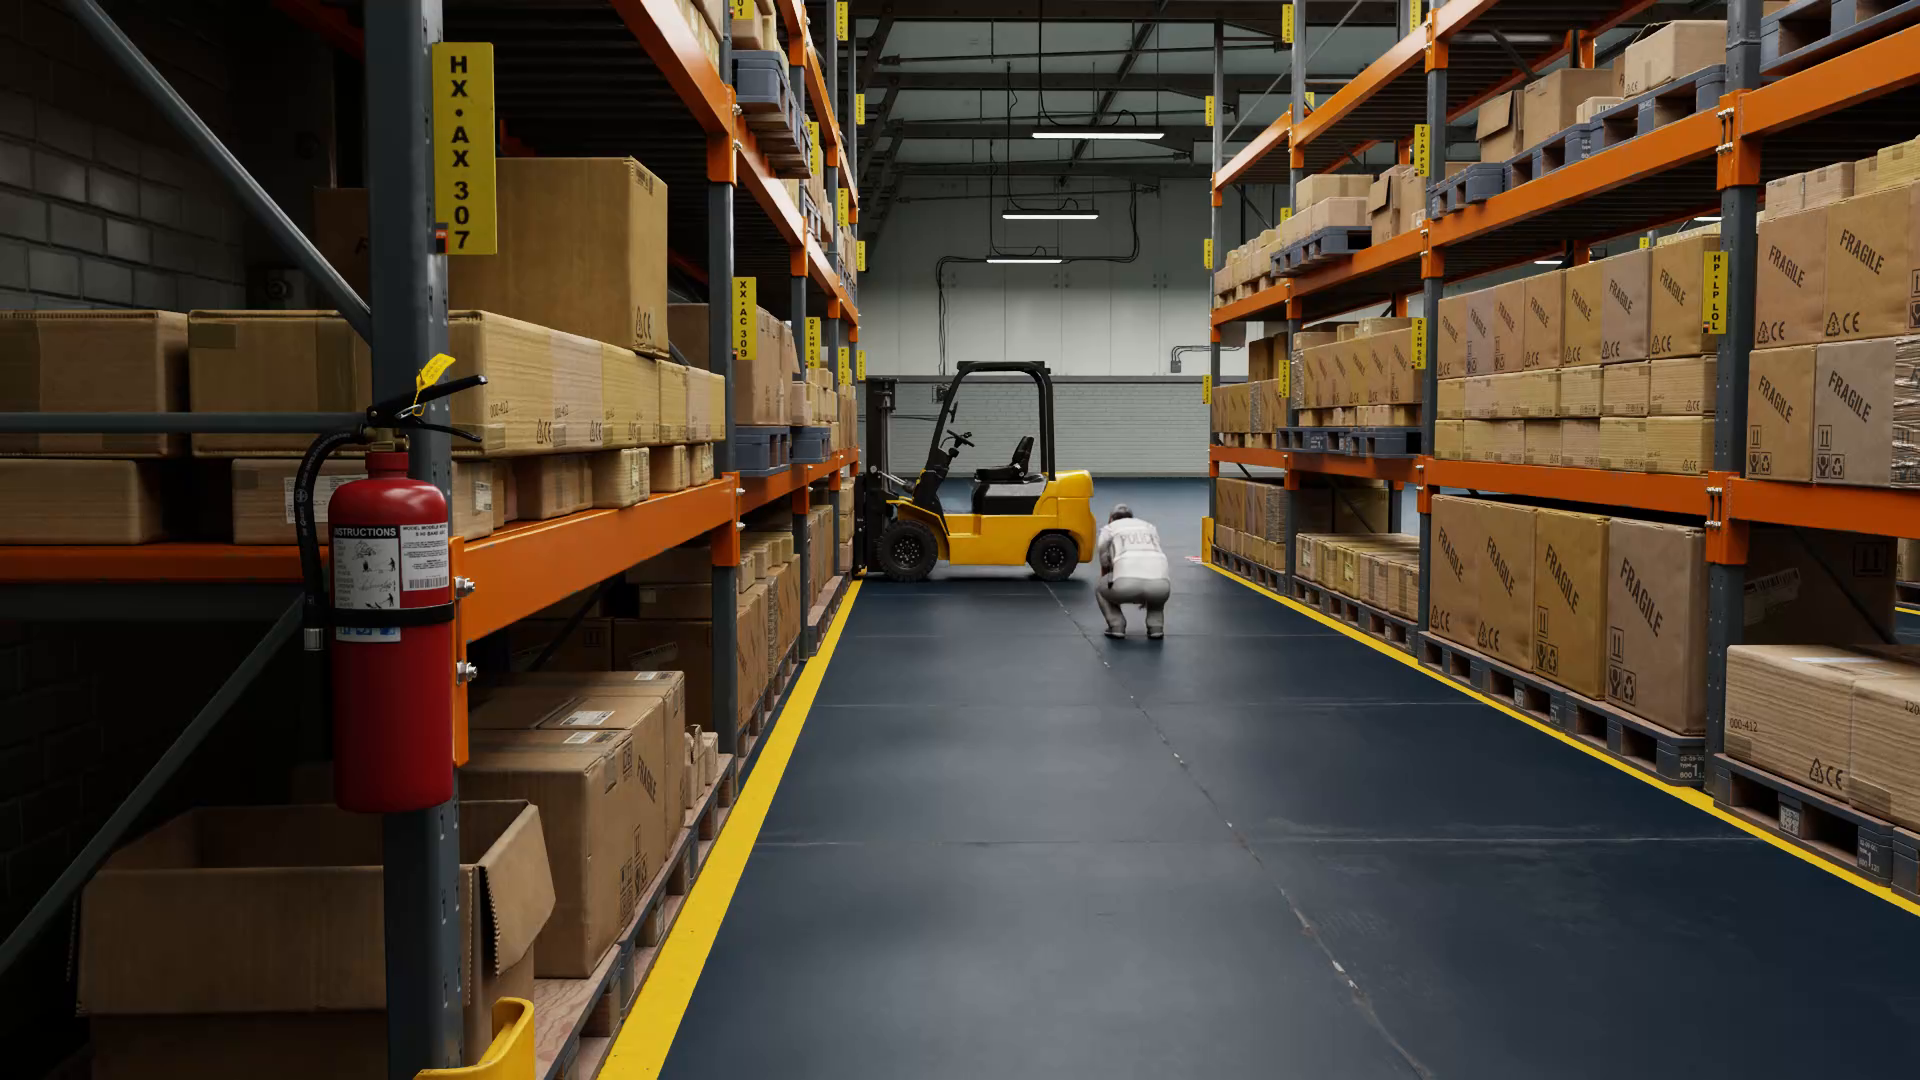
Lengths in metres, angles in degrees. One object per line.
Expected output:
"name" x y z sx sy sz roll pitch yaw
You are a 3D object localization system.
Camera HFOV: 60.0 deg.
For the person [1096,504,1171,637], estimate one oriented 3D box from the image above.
"person" 1.254 0.224 12.095 0.518 0.941 0.908 0 4 -3
